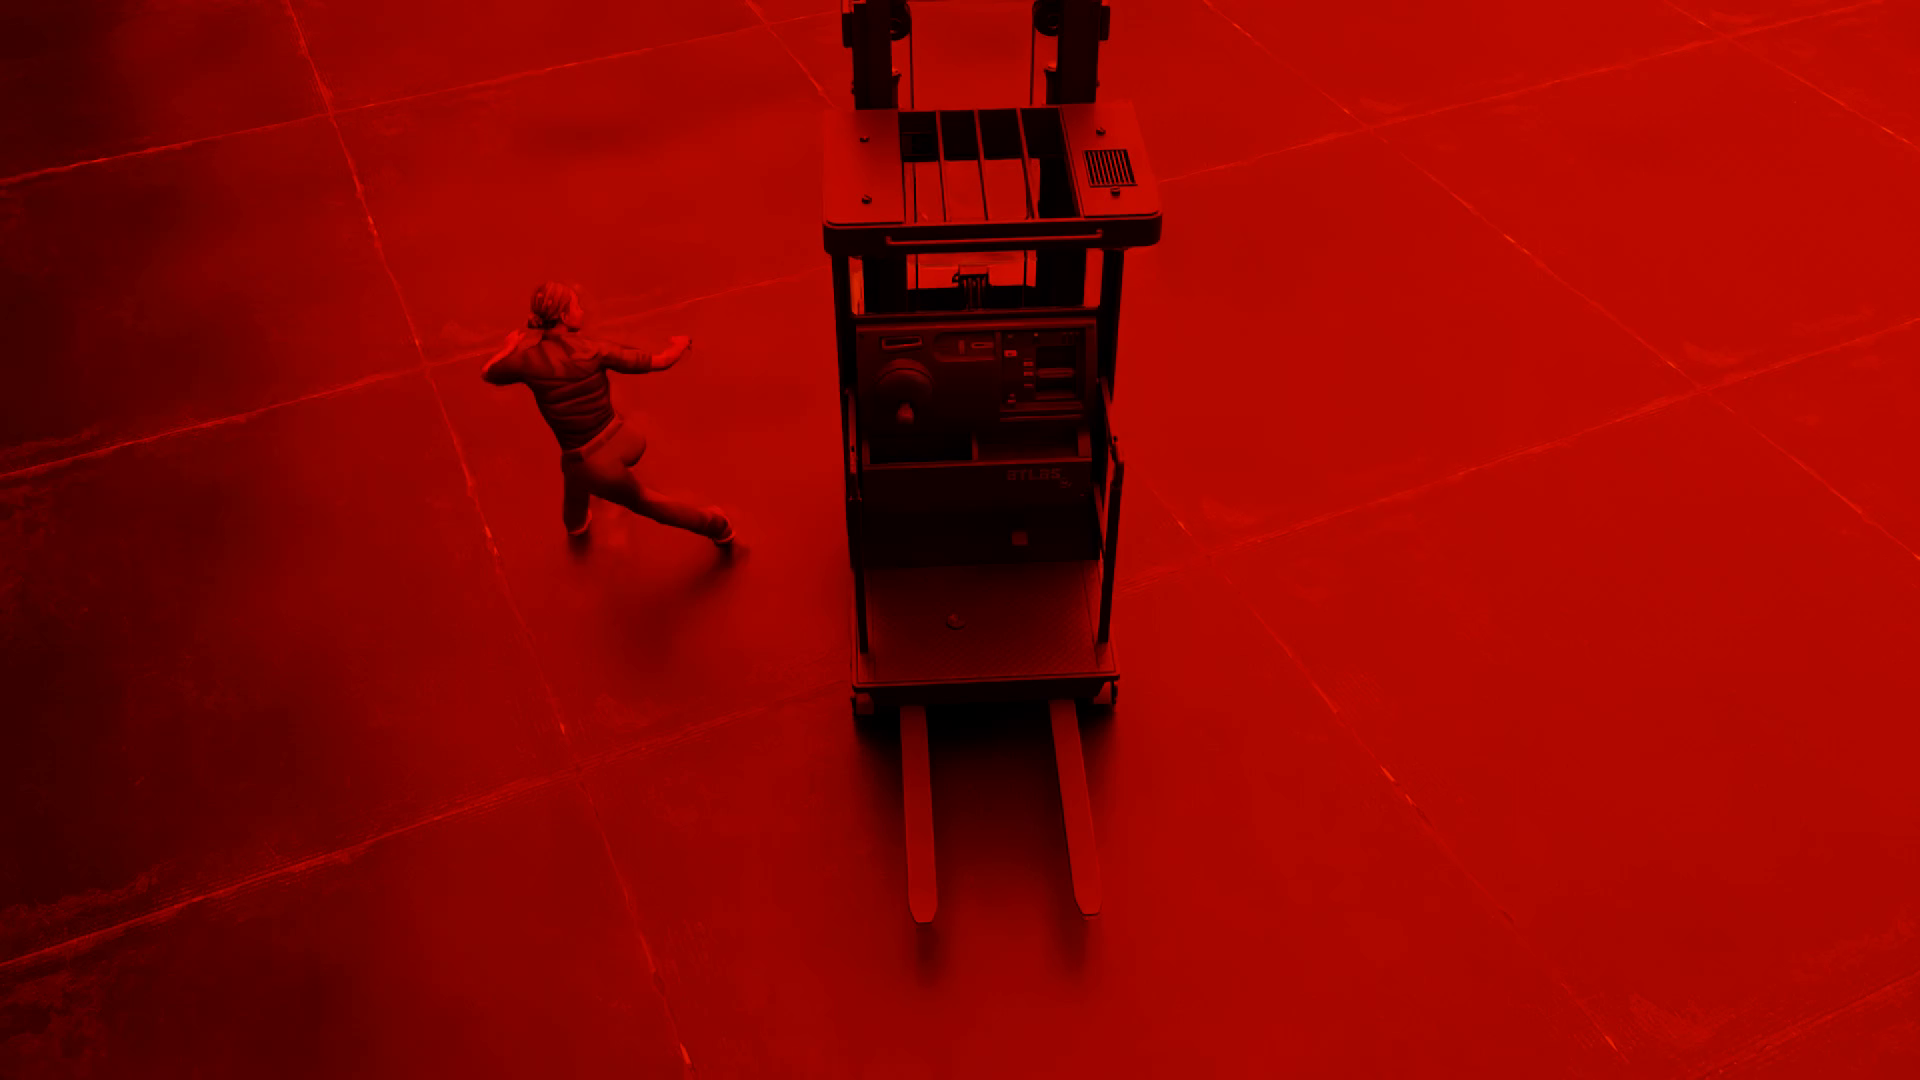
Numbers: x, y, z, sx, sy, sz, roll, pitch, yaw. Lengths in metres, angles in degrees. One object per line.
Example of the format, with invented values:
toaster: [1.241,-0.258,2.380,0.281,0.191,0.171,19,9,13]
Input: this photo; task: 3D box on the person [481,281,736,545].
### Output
person: [-1.577,-0.577,7.419,0.886,1.438,0.987,-30,51,-28]

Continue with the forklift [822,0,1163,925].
forklift: [0.081,-0.565,6.286,1.130,2.935,3.031,-2,43,-3]
